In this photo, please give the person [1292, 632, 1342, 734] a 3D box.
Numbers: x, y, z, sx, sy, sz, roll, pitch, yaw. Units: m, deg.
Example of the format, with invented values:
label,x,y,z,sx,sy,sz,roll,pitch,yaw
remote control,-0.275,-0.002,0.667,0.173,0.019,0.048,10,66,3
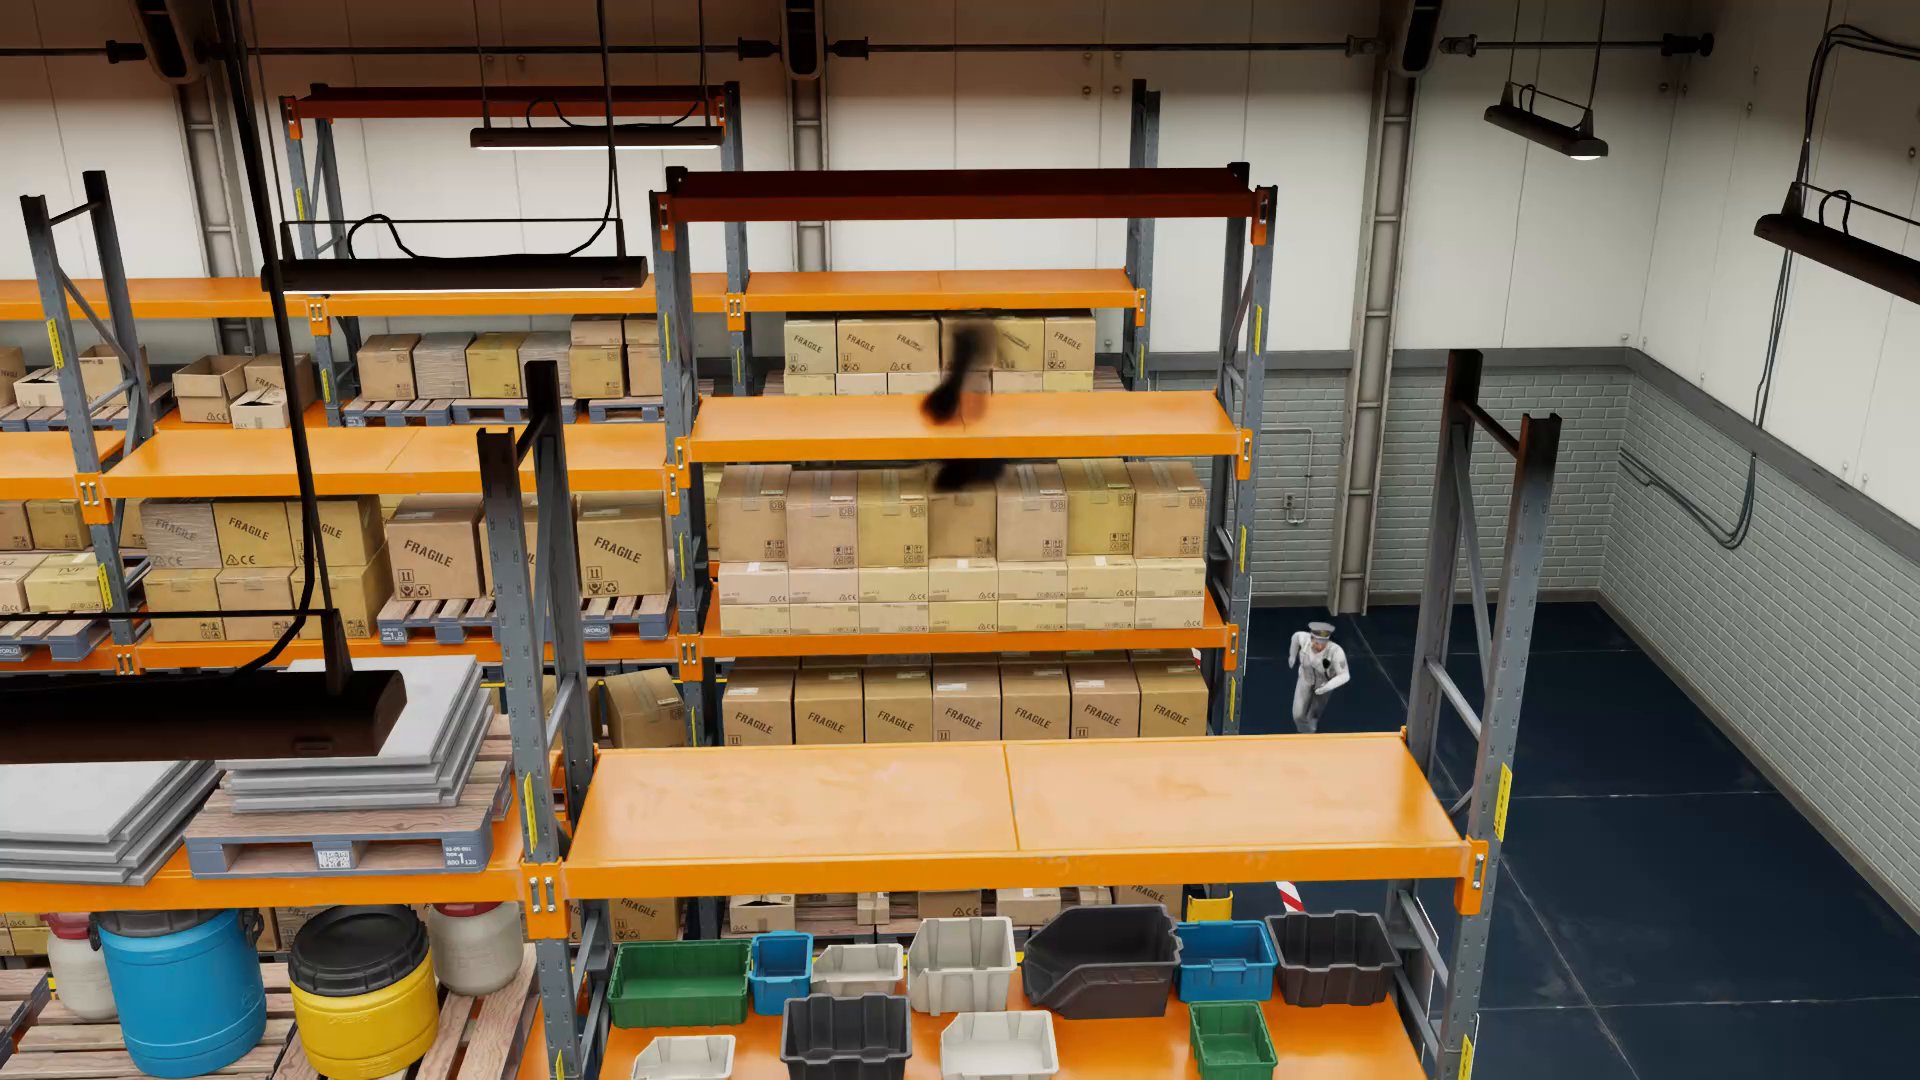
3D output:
label,x,y,z,sx,sy,sz,roll,pitch,yaw
person,3.427,1.286,15.804,0.405,1.371,0.918,8,24,20
